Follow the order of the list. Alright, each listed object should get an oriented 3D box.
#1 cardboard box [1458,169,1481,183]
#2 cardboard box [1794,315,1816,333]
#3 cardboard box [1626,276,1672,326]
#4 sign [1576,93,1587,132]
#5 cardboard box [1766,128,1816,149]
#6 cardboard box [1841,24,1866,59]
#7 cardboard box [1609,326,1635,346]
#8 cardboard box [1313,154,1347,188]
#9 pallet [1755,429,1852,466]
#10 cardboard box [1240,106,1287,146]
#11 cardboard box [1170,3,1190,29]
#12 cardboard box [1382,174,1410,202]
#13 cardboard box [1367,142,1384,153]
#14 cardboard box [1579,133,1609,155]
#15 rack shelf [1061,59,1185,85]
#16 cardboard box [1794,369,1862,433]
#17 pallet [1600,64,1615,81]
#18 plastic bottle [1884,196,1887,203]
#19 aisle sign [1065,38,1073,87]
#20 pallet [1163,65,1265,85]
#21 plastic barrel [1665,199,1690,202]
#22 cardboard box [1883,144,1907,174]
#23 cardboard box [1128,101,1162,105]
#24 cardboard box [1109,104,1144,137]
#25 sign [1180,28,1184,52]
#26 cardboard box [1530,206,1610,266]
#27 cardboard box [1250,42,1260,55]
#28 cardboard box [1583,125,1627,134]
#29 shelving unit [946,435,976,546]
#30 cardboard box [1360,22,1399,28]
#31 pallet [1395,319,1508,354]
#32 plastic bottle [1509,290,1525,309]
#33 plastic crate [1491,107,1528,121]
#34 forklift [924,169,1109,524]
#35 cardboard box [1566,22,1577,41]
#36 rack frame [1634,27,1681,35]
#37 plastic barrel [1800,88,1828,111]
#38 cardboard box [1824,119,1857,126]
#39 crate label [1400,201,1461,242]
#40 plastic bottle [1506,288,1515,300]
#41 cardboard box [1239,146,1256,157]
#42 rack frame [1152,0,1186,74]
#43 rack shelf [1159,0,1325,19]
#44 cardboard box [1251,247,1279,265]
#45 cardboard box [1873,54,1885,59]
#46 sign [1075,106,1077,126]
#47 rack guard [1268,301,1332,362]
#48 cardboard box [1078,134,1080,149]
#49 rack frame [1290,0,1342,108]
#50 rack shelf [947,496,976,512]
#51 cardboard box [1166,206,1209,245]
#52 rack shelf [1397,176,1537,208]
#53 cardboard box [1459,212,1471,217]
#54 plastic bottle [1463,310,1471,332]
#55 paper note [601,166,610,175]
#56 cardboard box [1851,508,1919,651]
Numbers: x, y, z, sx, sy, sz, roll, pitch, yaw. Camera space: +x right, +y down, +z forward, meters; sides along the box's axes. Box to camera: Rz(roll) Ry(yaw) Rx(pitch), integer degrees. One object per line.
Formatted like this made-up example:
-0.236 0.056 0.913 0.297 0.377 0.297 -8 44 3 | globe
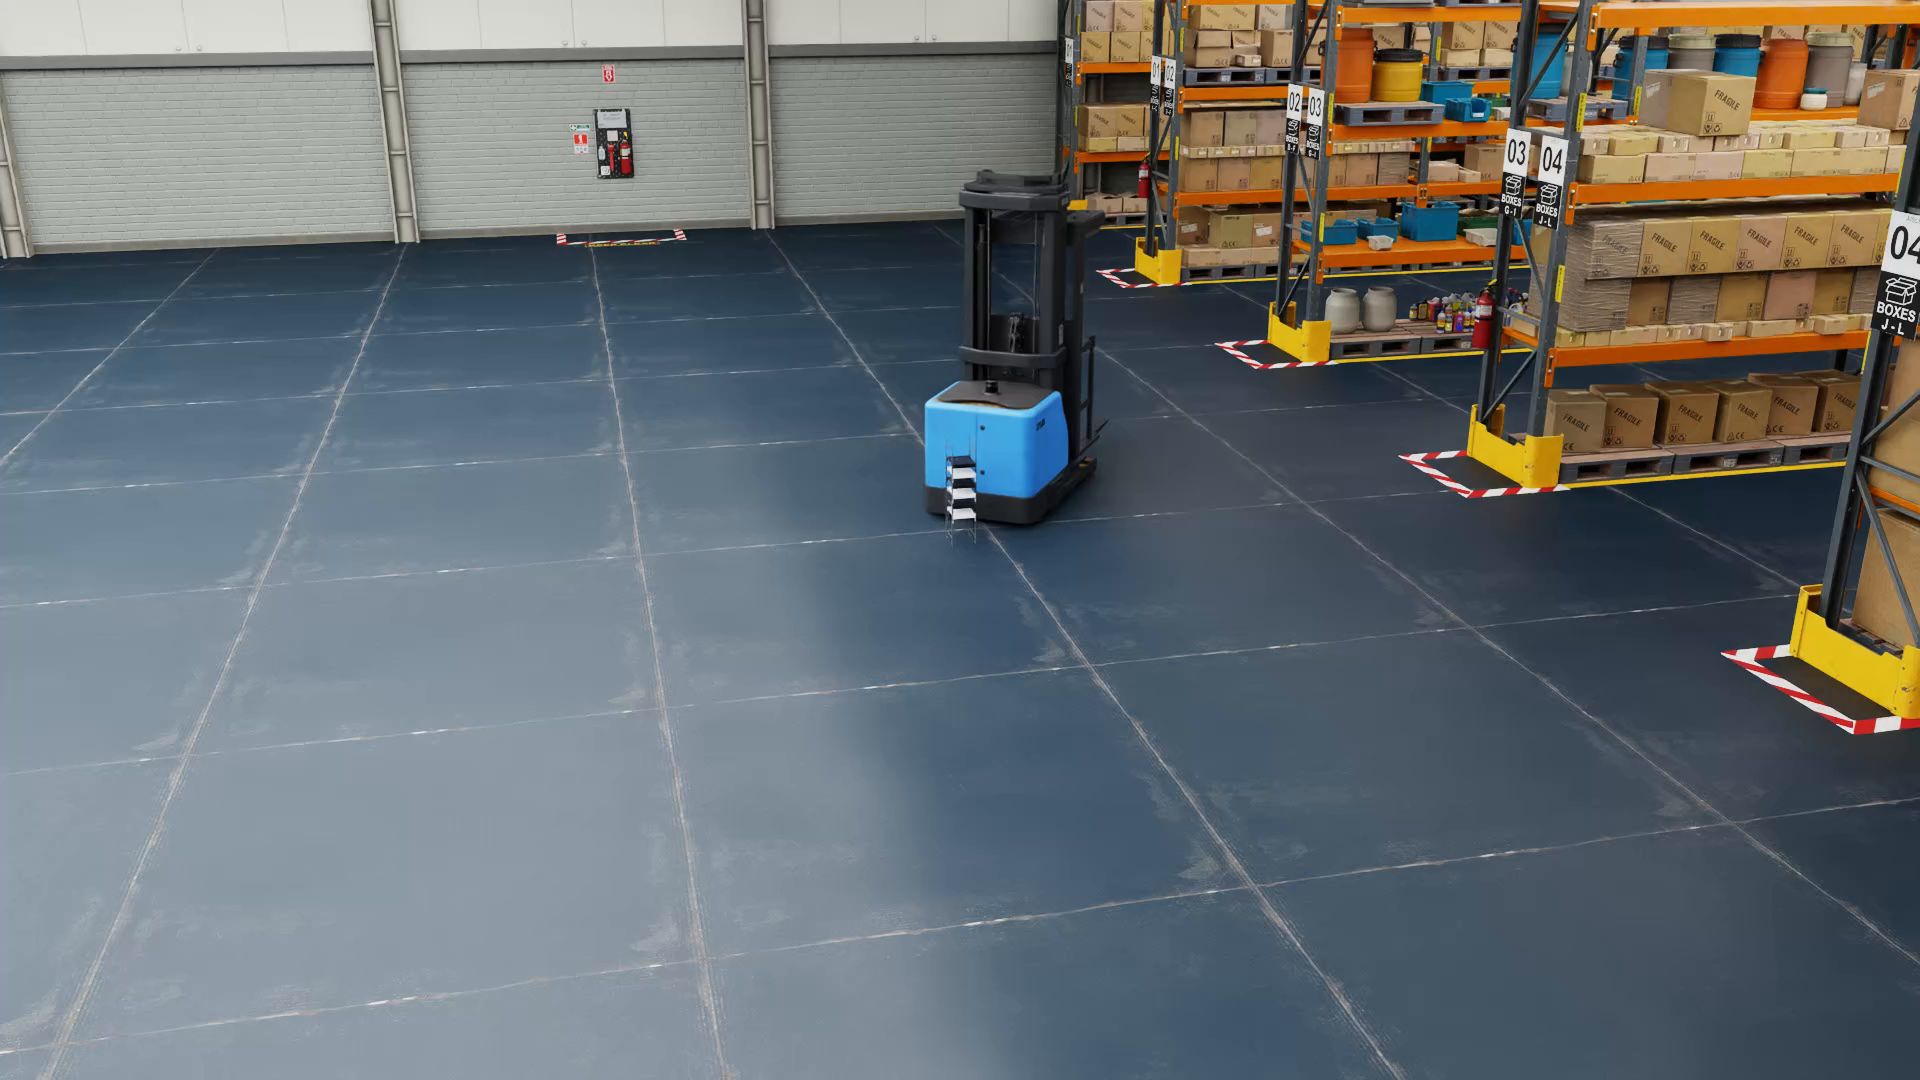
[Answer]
7.815 -5.607 25.625 0.250 0.149 0.380 -5 21 -12 | cardboard box
8.046 -2.124 16.118 0.250 0.149 0.380 -5 21 -12 | cardboard box
6.290 -2.391 15.903 0.500 0.500 0.875 -5 21 -12 | cardboard box
5.414 -3.728 14.498 0.005 0.325 0.100 -5 21 -12 | sign
7.651 -3.704 15.342 0.250 0.149 0.380 -4 20 -10 | cardboard box
14.184 -8.041 26.642 0.600 0.600 0.600 -7 21 -18 | cardboard box
6.116 -1.943 15.624 0.250 0.149 0.380 -5 21 -12 | cardboard box
5.475 -5.650 25.234 0.500 0.500 0.700 -4 21 -12 | cardboard box
8.536 -1.032 16.826 1.213 0.211 1.003 -5 21 -12 | pallet
4.523 -6.183 24.801 0.500 0.500 0.700 -5 21 -12 | cardboard box
3.734 -9.236 29.178 0.500 0.500 0.500 -5 21 -13 | cardboard box
7.961 -6.605 30.980 0.500 0.500 0.700 -5 21 -13 | cardboard box
6.195 -5.941 25.083 0.250 0.149 0.380 -5 21 -14 | cardboard box
5.610 -3.560 14.949 0.250 0.149 0.380 -5 21 -13 | cardboard box
3.816 -8.293 29.279 4.000 0.370 1.077 -5 21 -12 | rack shelf
8.783 -1.412 16.832 0.500 0.500 0.500 -5 21 -14 | cardboard box
10.159 -7.276 25.730 1.003 0.211 1.213 -4 20 -10 | pallet
12.455 -4.520 22.461 0.133 0.283 0.061 -5 21 -12 | plastic bottle
1.869 -8.179 28.502 0.004 0.787 0.394 -5 21 -12 | aisle sign
3.707 -6.821 24.341 1.213 0.211 1.003 -5 21 -12 | pallet
9.024 -4.131 21.033 0.433 0.535 0.433 0 20 0 | plastic barrel
8.798 -3.621 15.697 0.500 0.250 0.500 -4 20 -10 | cardboard box
3.274 -7.543 29.644 0.500 0.500 0.500 -5 21 -14 | cardboard box
2.887 -7.328 29.058 0.500 0.500 0.500 -5 21 -12 | cardboard box
3.135 -7.076 23.524 0.005 0.325 0.100 -5 21 -12 | sign
5.768 -2.873 15.764 0.500 0.500 0.500 -5 21 -12 | cardboard box
4.614 -7.259 24.726 0.500 0.311 0.500 -2 20 -6 | cardboard box
6.009 -3.782 15.555 0.250 0.149 0.380 -6 21 -15 | cardboard box
0.008 -0.423 14.162 0.210 0.900 0.258 -5 21 -12 | shelving unit
7.513 -9.148 29.809 0.500 0.500 0.500 -5 21 -14 | cardboard box
6.189 -2.618 21.156 1.213 0.211 1.003 -5 21 -12 | pallet
7.194 -3.054 21.503 0.185 0.351 0.144 -5 21 -12 | plastic bottle
6.573 -5.087 19.863 0.396 0.136 0.243 -5 21 -12 | plastic crate
0.680 -1.986 15.474 1.130 2.935 3.031 8 21 20 | forklift
11.159 -9.516 30.786 0.500 0.500 0.700 -4 20 -10 | cardboard box
10.799 -8.857 25.410 0.127 3.000 1.000 -5 21 -12 | rack frame
10.751 -5.546 20.934 0.301 0.262 0.301 0 20 0 | plastic barrel
8.551 -3.966 16.057 0.250 0.149 0.380 -6 21 -15 | cardboard box
5.878 -4.001 20.824 0.616 0.435 0.502 -5 21 -12 | crate label
7.161 -3.103 21.635 0.185 0.351 0.144 -4 21 -11 | plastic bottle
4.190 -5.777 24.637 0.250 0.149 0.380 -5 21 -13 | cardboard box
3.013 -8.223 23.681 0.127 3.000 1.000 -5 21 -12 | rack frame
4.960 -7.856 24.306 4.000 0.370 1.077 -5 21 -12 | rack shelf
4.559 -4.361 25.245 0.500 0.250 0.500 -5 21 -12 | cardboard box
15.103 -7.822 27.164 0.500 0.250 0.500 -5 21 -12 | cardboard box
1.995 -7.289 28.594 0.005 0.325 0.100 -5 21 -12 | sign
4.213 -2.596 20.675 0.348 0.500 1.175 -5 21 -12 | rack guard
2.280 -7.105 29.539 0.500 0.250 0.500 -4 21 -12 | cardboard box
4.150 -6.565 19.154 0.127 3.000 1.000 -5 21 -12 | rack frame
0.008 -0.307 14.204 0.200 0.077 0.258 -5 21 -12 | rack shelf
3.467 -4.807 25.372 0.500 0.500 0.500 -5 21 -12 | cardboard box
8.852 -5.544 26.133 4.000 0.370 1.077 -5 21 -12 | rack shelf
7.739 -5.064 26.349 0.500 0.311 0.500 -4 21 -11 | cardboard box
6.319 -2.740 20.760 0.097 0.271 0.097 0 20 0 | plastic bottle
-6.089 -6.347 28.561 0.142 0.148 0.016 -5 21 -12 | paper note
6.977 0.303 11.606 0.875 0.875 0.875 -5 21 -12 | cardboard box
